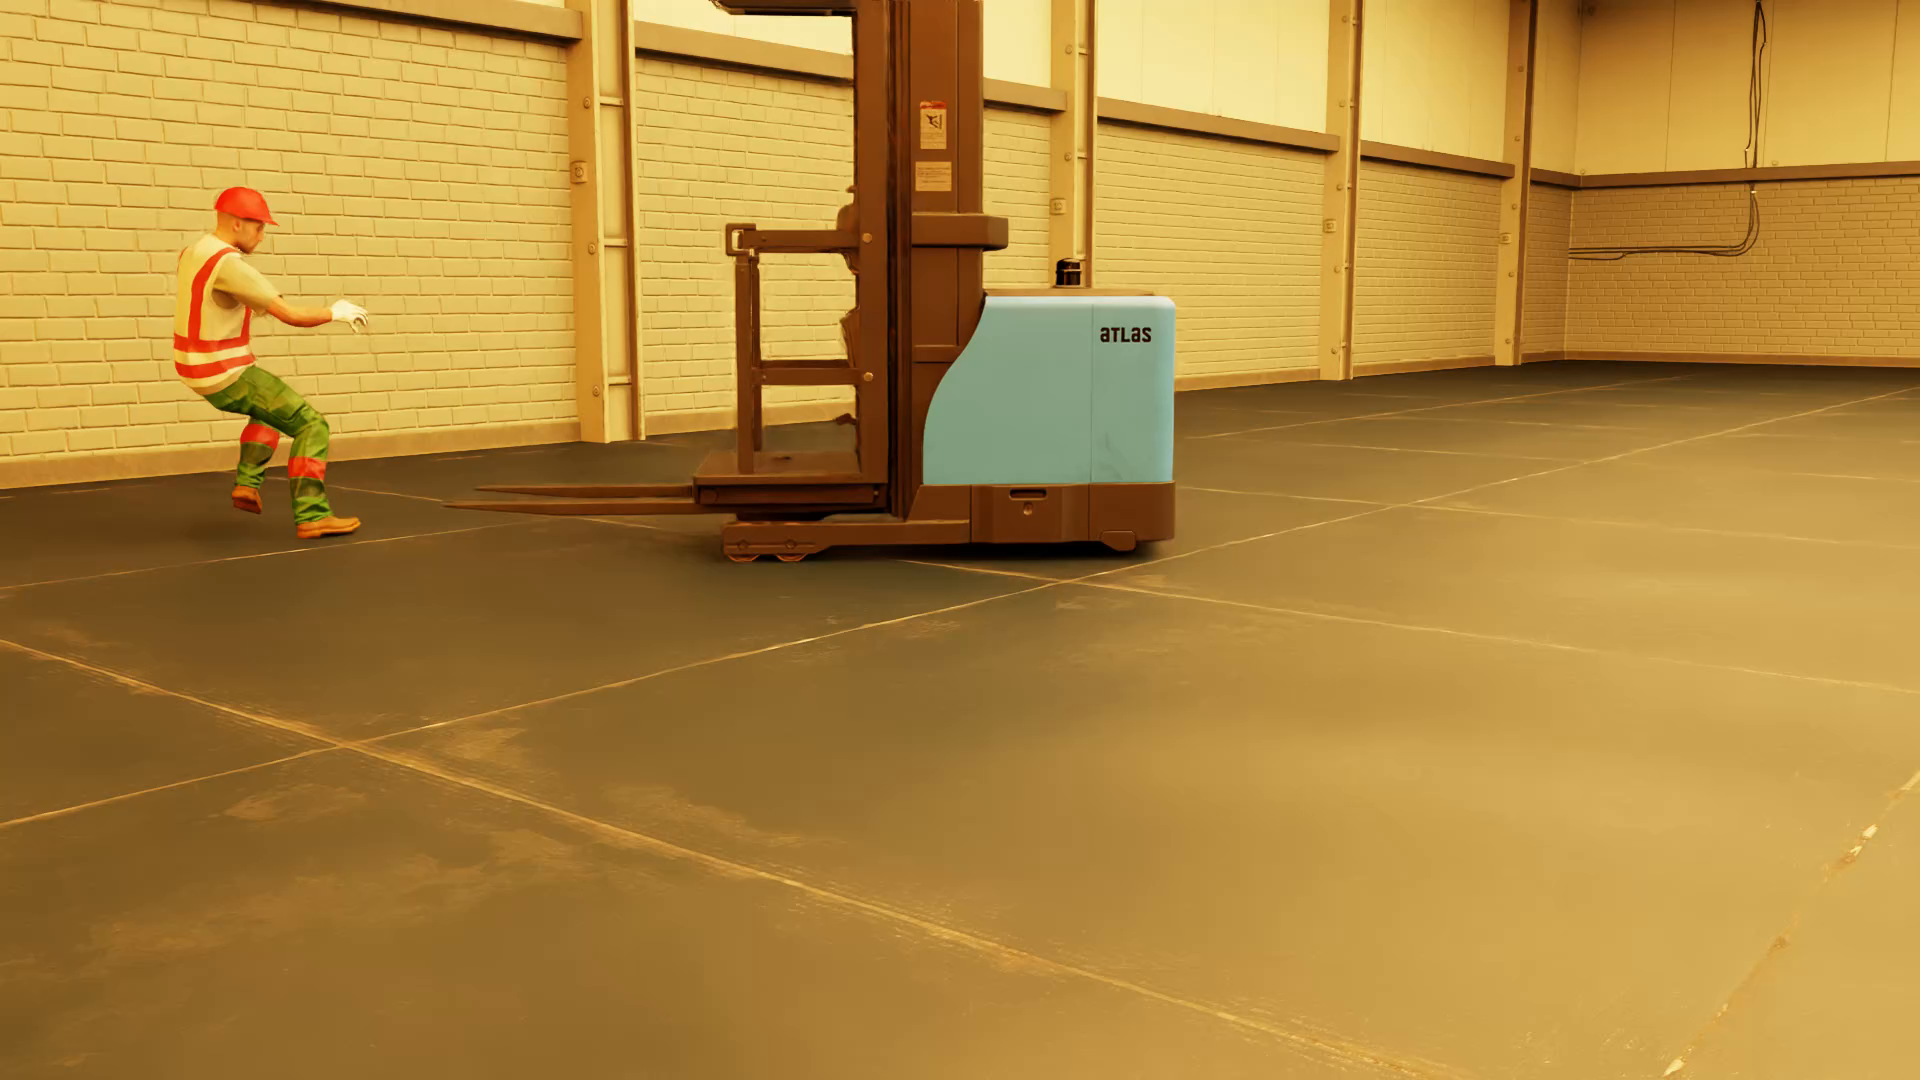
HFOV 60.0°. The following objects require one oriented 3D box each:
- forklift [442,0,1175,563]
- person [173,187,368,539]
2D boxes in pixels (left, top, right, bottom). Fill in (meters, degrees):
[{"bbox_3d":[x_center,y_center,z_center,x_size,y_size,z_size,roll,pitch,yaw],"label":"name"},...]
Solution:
[{"bbox_3d":[-0.644,-1.436,7.093,3.031,2.935,1.130,-1,8,-5],"label":"forklift"},{"bbox_3d":[-3.208,-0.833,7.718,0.774,1.564,1.009,-7,11,-39],"label":"person"}]
